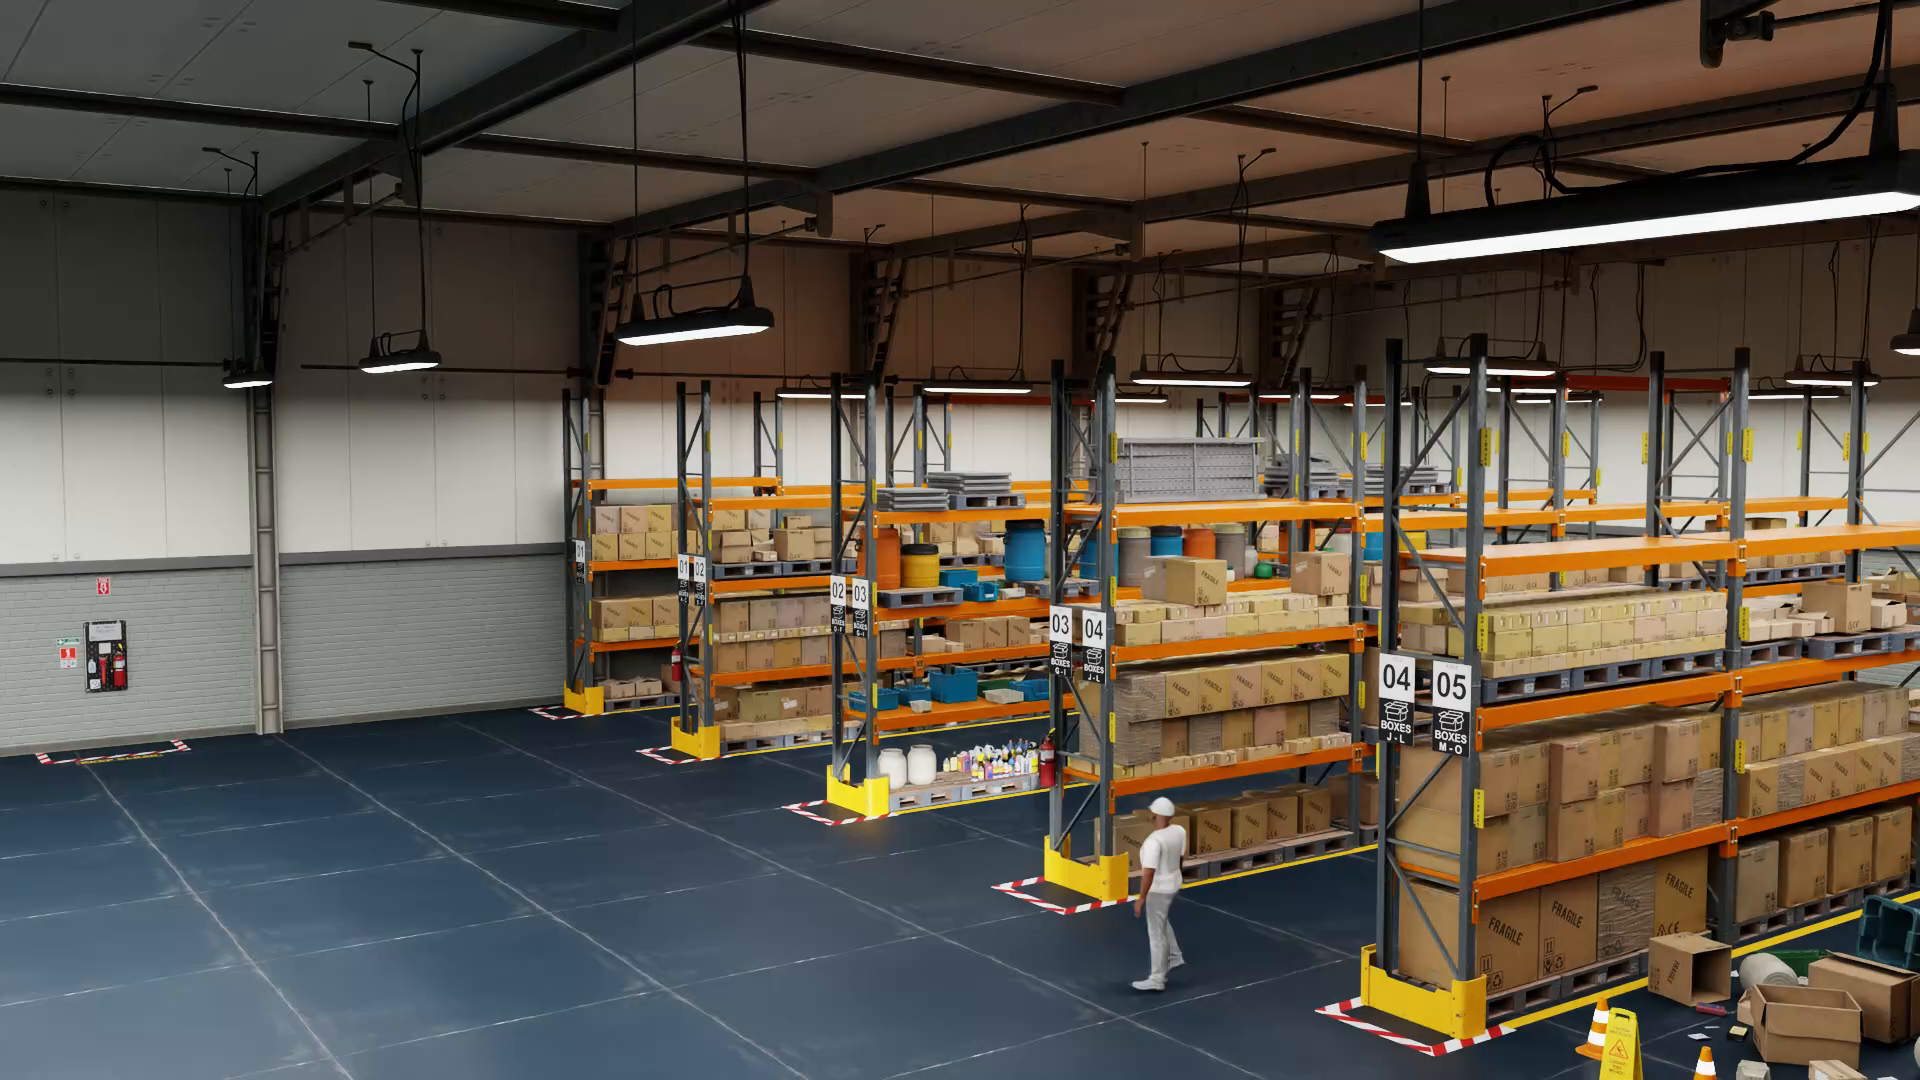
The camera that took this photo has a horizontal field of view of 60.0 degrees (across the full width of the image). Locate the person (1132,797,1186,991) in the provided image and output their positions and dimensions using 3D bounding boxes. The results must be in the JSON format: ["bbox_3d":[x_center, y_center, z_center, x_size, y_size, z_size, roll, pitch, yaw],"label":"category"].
[{"bbox_3d":[1.873,3.269,15.547,0.420,1.765,0.676,2,4,25],"label":"person"}]
